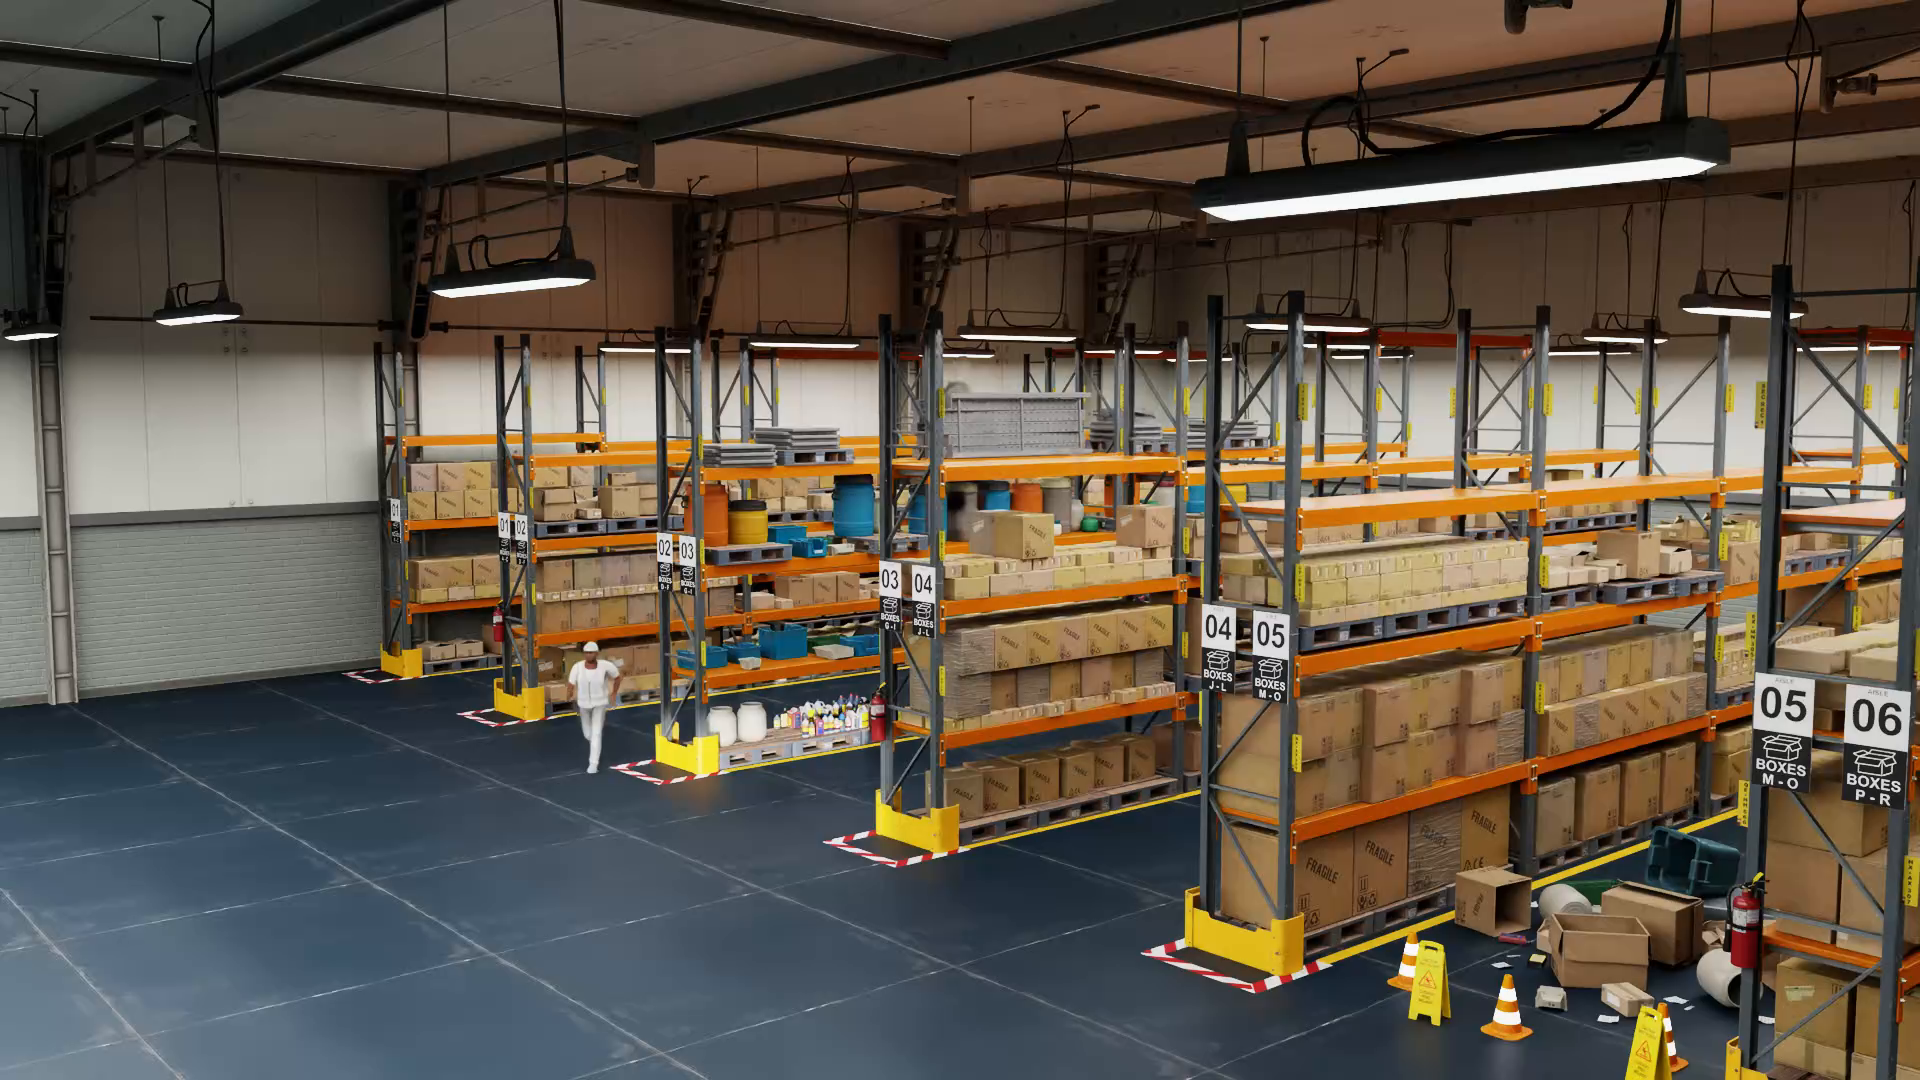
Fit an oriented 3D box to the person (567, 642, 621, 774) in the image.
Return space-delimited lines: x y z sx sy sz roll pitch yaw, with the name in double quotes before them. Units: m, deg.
"person" -4.973 2.235 22.636 0.690 1.746 0.902 0 5 2
